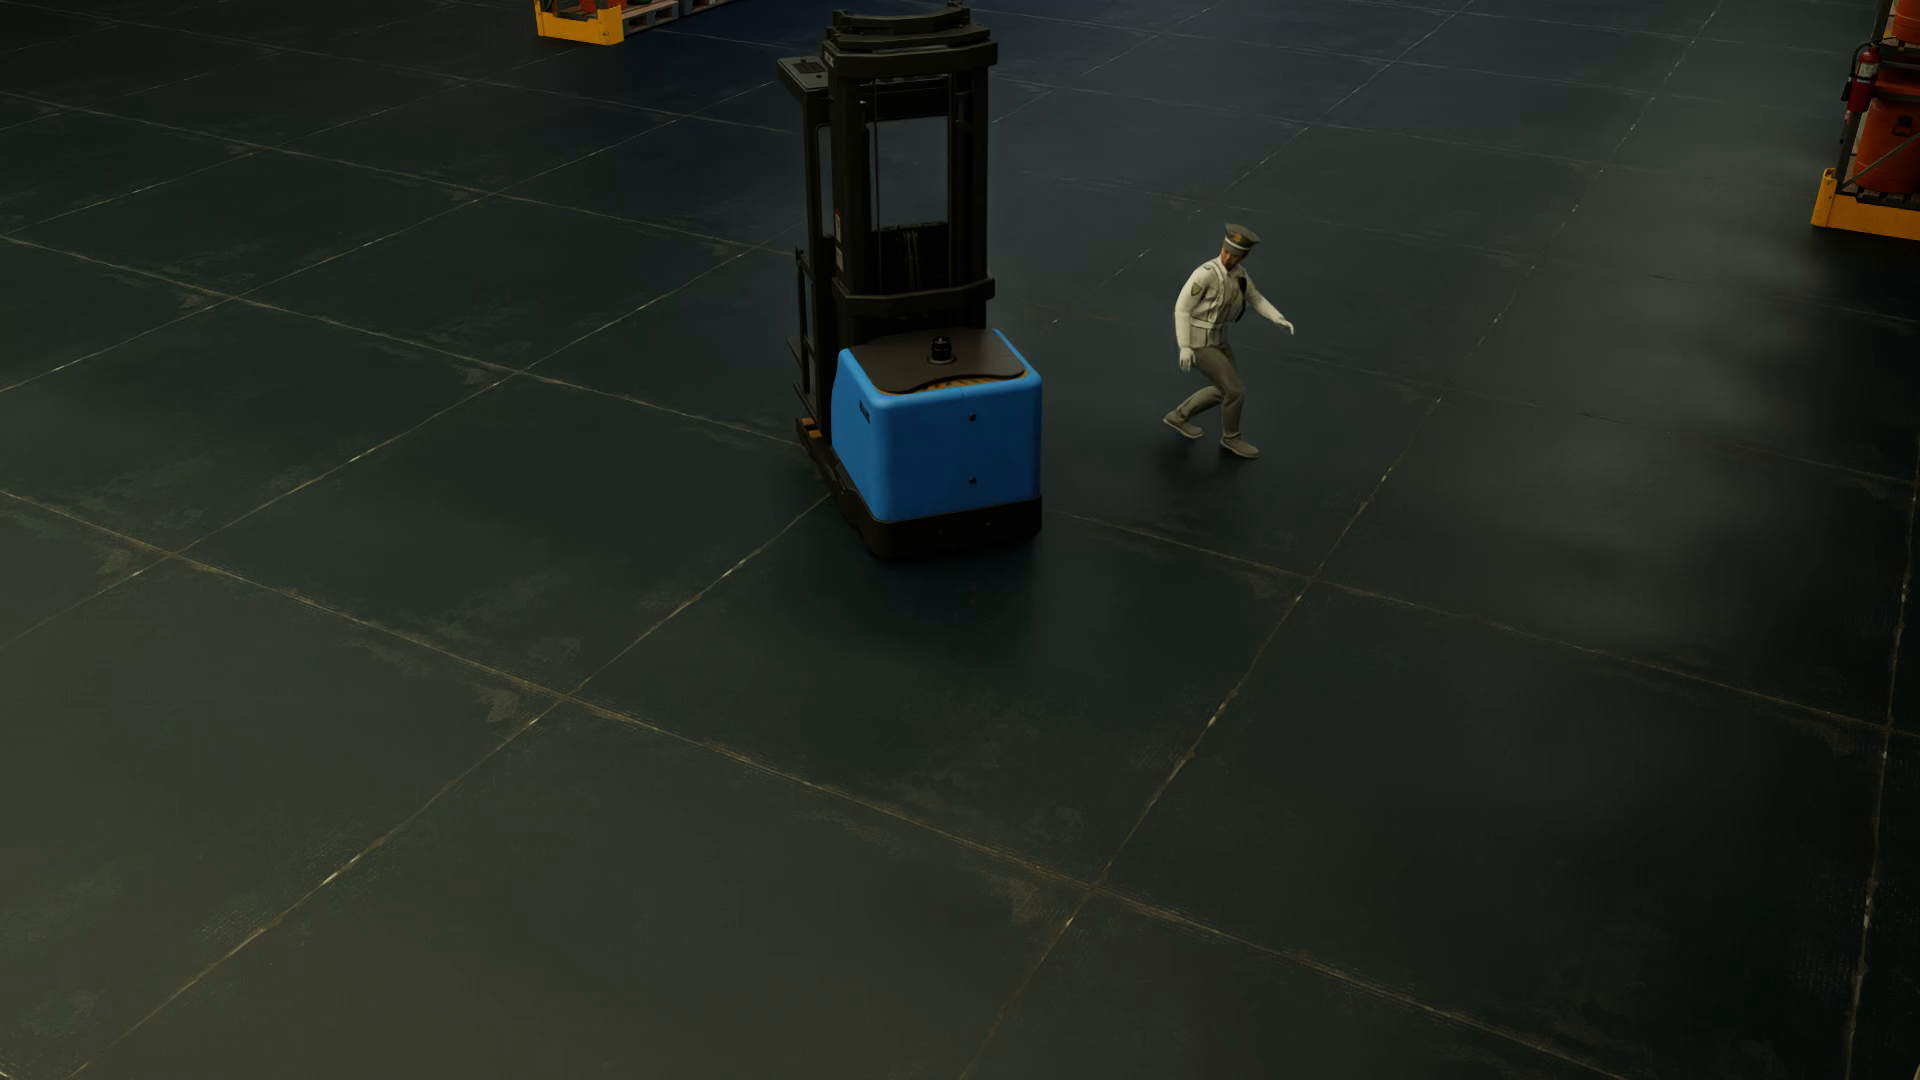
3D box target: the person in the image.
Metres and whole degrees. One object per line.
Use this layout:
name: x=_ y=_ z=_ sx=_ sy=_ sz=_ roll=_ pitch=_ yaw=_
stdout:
person: x=1.682 y=-1.228 z=10.598 sx=0.802 sy=1.552 sz=0.814 roll=17 pitch=34 yaw=27

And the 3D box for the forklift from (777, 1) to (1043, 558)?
forklift: x=-0.459 y=-1.886 z=10.339 sx=1.130 sy=2.935 sz=3.031 roll=-9 pitch=31 yaw=-16
